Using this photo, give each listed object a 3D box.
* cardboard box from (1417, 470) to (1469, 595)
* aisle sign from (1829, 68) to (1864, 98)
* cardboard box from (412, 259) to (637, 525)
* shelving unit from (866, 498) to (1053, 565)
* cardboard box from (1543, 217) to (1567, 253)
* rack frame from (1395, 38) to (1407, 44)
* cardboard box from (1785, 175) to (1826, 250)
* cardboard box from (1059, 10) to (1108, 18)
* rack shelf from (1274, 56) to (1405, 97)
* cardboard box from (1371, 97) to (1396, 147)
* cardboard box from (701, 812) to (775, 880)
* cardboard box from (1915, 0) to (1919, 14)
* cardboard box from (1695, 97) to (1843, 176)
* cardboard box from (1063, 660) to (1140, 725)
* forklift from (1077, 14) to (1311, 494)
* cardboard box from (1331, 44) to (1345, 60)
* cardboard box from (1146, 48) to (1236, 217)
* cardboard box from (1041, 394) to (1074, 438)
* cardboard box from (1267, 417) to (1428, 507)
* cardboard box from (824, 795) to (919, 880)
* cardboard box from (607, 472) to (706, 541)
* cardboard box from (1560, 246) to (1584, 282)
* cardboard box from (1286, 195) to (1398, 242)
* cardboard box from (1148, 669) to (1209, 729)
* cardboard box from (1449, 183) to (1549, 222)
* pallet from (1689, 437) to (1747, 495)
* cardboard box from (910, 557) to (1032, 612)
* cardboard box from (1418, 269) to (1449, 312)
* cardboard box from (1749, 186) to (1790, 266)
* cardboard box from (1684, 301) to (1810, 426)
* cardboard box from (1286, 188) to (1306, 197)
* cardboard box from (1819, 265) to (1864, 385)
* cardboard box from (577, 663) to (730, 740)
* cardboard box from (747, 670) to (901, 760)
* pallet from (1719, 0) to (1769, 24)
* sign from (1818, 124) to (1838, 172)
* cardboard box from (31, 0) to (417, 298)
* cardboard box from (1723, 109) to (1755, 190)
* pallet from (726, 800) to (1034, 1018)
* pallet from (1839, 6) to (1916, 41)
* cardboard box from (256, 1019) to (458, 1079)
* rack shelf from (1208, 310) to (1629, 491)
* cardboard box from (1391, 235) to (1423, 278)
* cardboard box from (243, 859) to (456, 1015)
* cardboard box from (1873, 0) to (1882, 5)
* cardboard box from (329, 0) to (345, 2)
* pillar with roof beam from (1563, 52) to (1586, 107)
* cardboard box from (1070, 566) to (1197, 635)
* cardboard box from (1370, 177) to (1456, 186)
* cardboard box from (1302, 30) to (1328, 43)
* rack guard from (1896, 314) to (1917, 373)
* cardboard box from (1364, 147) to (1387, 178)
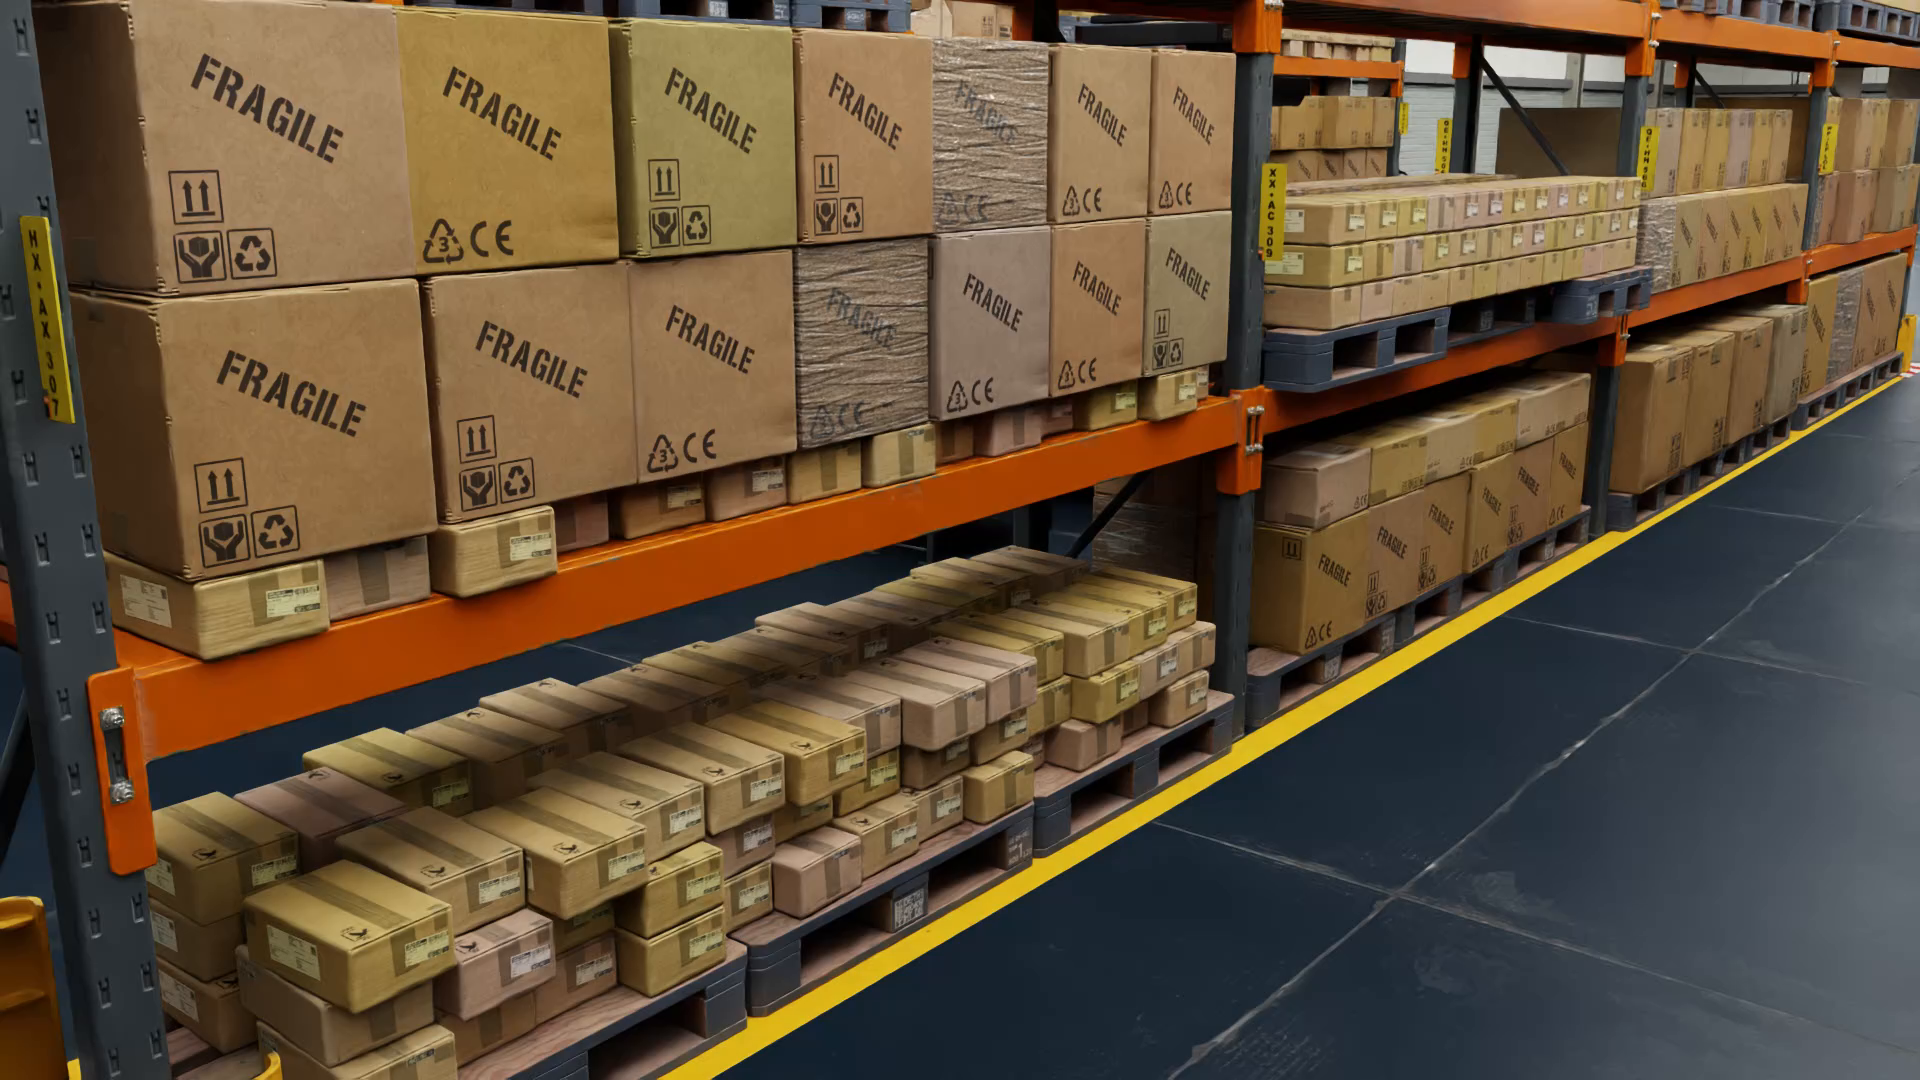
[{"bbox_3d":[1.956,-0.077,7.557,0.500,0.500,0.500,12,18,38],"label":"cardboard box"},{"bbox_3d":[7.989,-4.399,15.065,0.394,0.787,0.004,11,18,38],"label":"aisle sign"},{"bbox_3d":[-1.065,-0.357,3.628,0.500,0.500,0.500,11,18,38],"label":"cardboard box"},{"bbox_3d":[-0.004,-0.544,8.979,0.538,1.125,1.048,11,18,38],"label":"shelving unit"},{"bbox_3d":[2.548,-1.410,7.634,0.380,0.149,0.250,11,18,37],"label":"cardboard box"},{"bbox_3d":[4.264,-6.733,17.350,1.000,3.000,0.127,11,18,38],"label":"rack frame"},{"bbox_3d":[5.886,-2.458,12.401,0.875,0.550,0.550,11,18,38],"label":"cardboard box"},{"bbox_3d":[0.852,-4.316,13.380,0.500,0.250,0.500,12,18,38],"label":"cardboard box"},{"bbox_3d":[3.007,-4.547,16.300,1.077,0.370,4.000,11,18,38],"label":"rack shelf"},{"bbox_3d":[4.113,-4.371,17.398,0.700,0.500,0.500,11,18,36],"label":"cardboard box"},{"bbox_3d":[-0.710,0.757,4.384,0.380,0.149,0.250,10,17,35],"label":"cardboard box"},{"bbox_3d":[7.592,-4.351,13.522,0.380,0.149,0.250,11,18,37],"label":"cardboard box"},{"bbox_3d":[5.922,-2.974,12.240,0.875,0.550,0.550,11,18,38],"label":"cardboard box"},{"bbox_3d":[0.370,0.471,5.510,0.380,0.149,0.250,10,18,36],"label":"cardboard box"},{"bbox_3d":[1.554,-1.950,10.848,1.130,2.935,3.031,10,17,35],"label":"forklift"},{"bbox_3d":[3.602,-4.854,16.556,0.380,0.149,0.250,11,18,37],"label":"cardboard box"},{"bbox_3d":[0.551,-1.326,5.412,0.500,0.500,0.500,10,18,36],"label":"cardboard box"},{"bbox_3d":[0.131,-0.421,5.198,0.380,0.149,0.250,11,18,36],"label":"cardboard box"},{"bbox_3d":[1.638,-0.339,7.066,0.500,0.250,0.500,12,18,39],"label":"cardboard box"},{"bbox_3d":[-0.338,0.815,4.761,0.380,0.149,0.250,11,18,38],"label":"cardboard box"},{"bbox_3d":[-0.836,-0.121,4.019,0.380,0.149,0.250,11,18,37],"label":"cardboard box"},{"bbox_3d":[2.719,-1.319,7.880,0.380,0.149,0.250,11,18,37],"label":"cardboard box"},{"bbox_3d":[1.411,-1.209,6.240,0.380,0.149,0.250,12,18,39],"label":"cardboard box"},{"bbox_3d":[0.654,0.526,5.899,0.380,0.149,0.250,12,18,38],"label":"cardboard box"},{"bbox_3d":[2.384,-1.505,7.402,0.380,0.149,0.250,12,19,40],"label":"cardboard box"},{"bbox_3d":[4.471,-0.567,10.926,1.003,0.211,1.213,11,18,38],"label":"pallet"},{"bbox_3d":[0.039,0.187,6.024,0.380,0.149,0.250,12,19,40],"label":"cardboard box"},{"bbox_3d":[1.729,-1.016,6.686,0.380,0.149,0.250,11,18,38],"label":"cardboard box"},{"bbox_3d":[5.226,-2.123,11.184,0.500,0.500,0.500,11,18,37],"label":"cardboard box"},{"bbox_3d":[5.344,-1.293,11.836,1.050,0.750,0.750,11,18,37],"label":"cardboard box"},{"bbox_3d":[1.233,-1.409,7.025,0.380,0.149,0.250,11,18,37],"label":"cardboard box"},{"bbox_3d":[6.677,-1.769,13.457,0.875,0.875,0.875,11,18,38],"label":"cardboard box"},{"bbox_3d":[-0.887,0.493,4.818,0.380,0.149,0.250,11,18,36],"label":"cardboard box"},{"bbox_3d":[-0.390,0.510,4.753,0.380,0.149,0.250,11,18,38],"label":"cardboard box"},{"bbox_3d":[4.214,-3.255,10.135,1.003,0.211,1.213,12,19,40],"label":"pallet"},{"bbox_3d":[6.092,-2.753,11.678,0.100,0.325,0.005,11,18,38],"label":"sign"},{"bbox_3d":[-1.390,-0.737,3.092,0.500,0.500,0.500,11,18,37],"label":"cardboard box"},{"bbox_3d":[4.717,-2.554,10.851,0.700,0.500,0.500,11,18,38],"label":"cardboard box"},{"bbox_3d":[-0.525,0.940,4.995,1.003,0.211,1.213,11,18,38],"label":"pallet"},{"bbox_3d":[6.953,-4.111,13.301,1.003,0.211,1.213,11,18,38],"label":"pallet"},{"bbox_3d":[-1.300,1.113,3.587,0.380,0.149,0.250,12,18,39],"label":"cardboard box"},{"bbox_3d":[1.893,-0.815,7.699,1.077,0.370,4.000,11,18,38],"label":"rack shelf"},{"bbox_3d":[1.564,-1.110,6.454,0.380,0.149,0.250,12,18,39],"label":"cardboard box"},{"bbox_3d":[-1.285,0.828,3.502,0.380,0.149,0.250,10,17,35],"label":"cardboard box"},{"bbox_3d":[6.634,-4.059,12.371,0.380,0.149,0.250,11,18,37],"label":"cardboard box"},{"bbox_3d":[-5.148,-4.382,13.685,0.380,0.149,0.250,11,18,38],"label":"cardboard box"},{"bbox_3d":[17.695,-11.436,35.865,9.100,9.000,0.400,11,18,38],"label":"pillar with roof beam"},{"bbox_3d":[0.614,0.218,5.902,0.380,0.149,0.250,12,18,39],"label":"cardboard box"},{"bbox_3d":[2.217,-1.709,8.208,0.380,0.149,0.250,10,18,35],"label":"cardboard box"},{"bbox_3d":[3.197,-4.918,15.996,0.500,0.250,0.500,11,18,38],"label":"cardboard box"},{"bbox_3d":[8.193,-1.872,15.475,1.175,0.500,0.348,11,18,38],"label":"rack guard"},{"bbox_3d":[4.137,-3.871,17.462,0.500,0.500,0.500,11,18,37],"label":"cardboard box"}]
